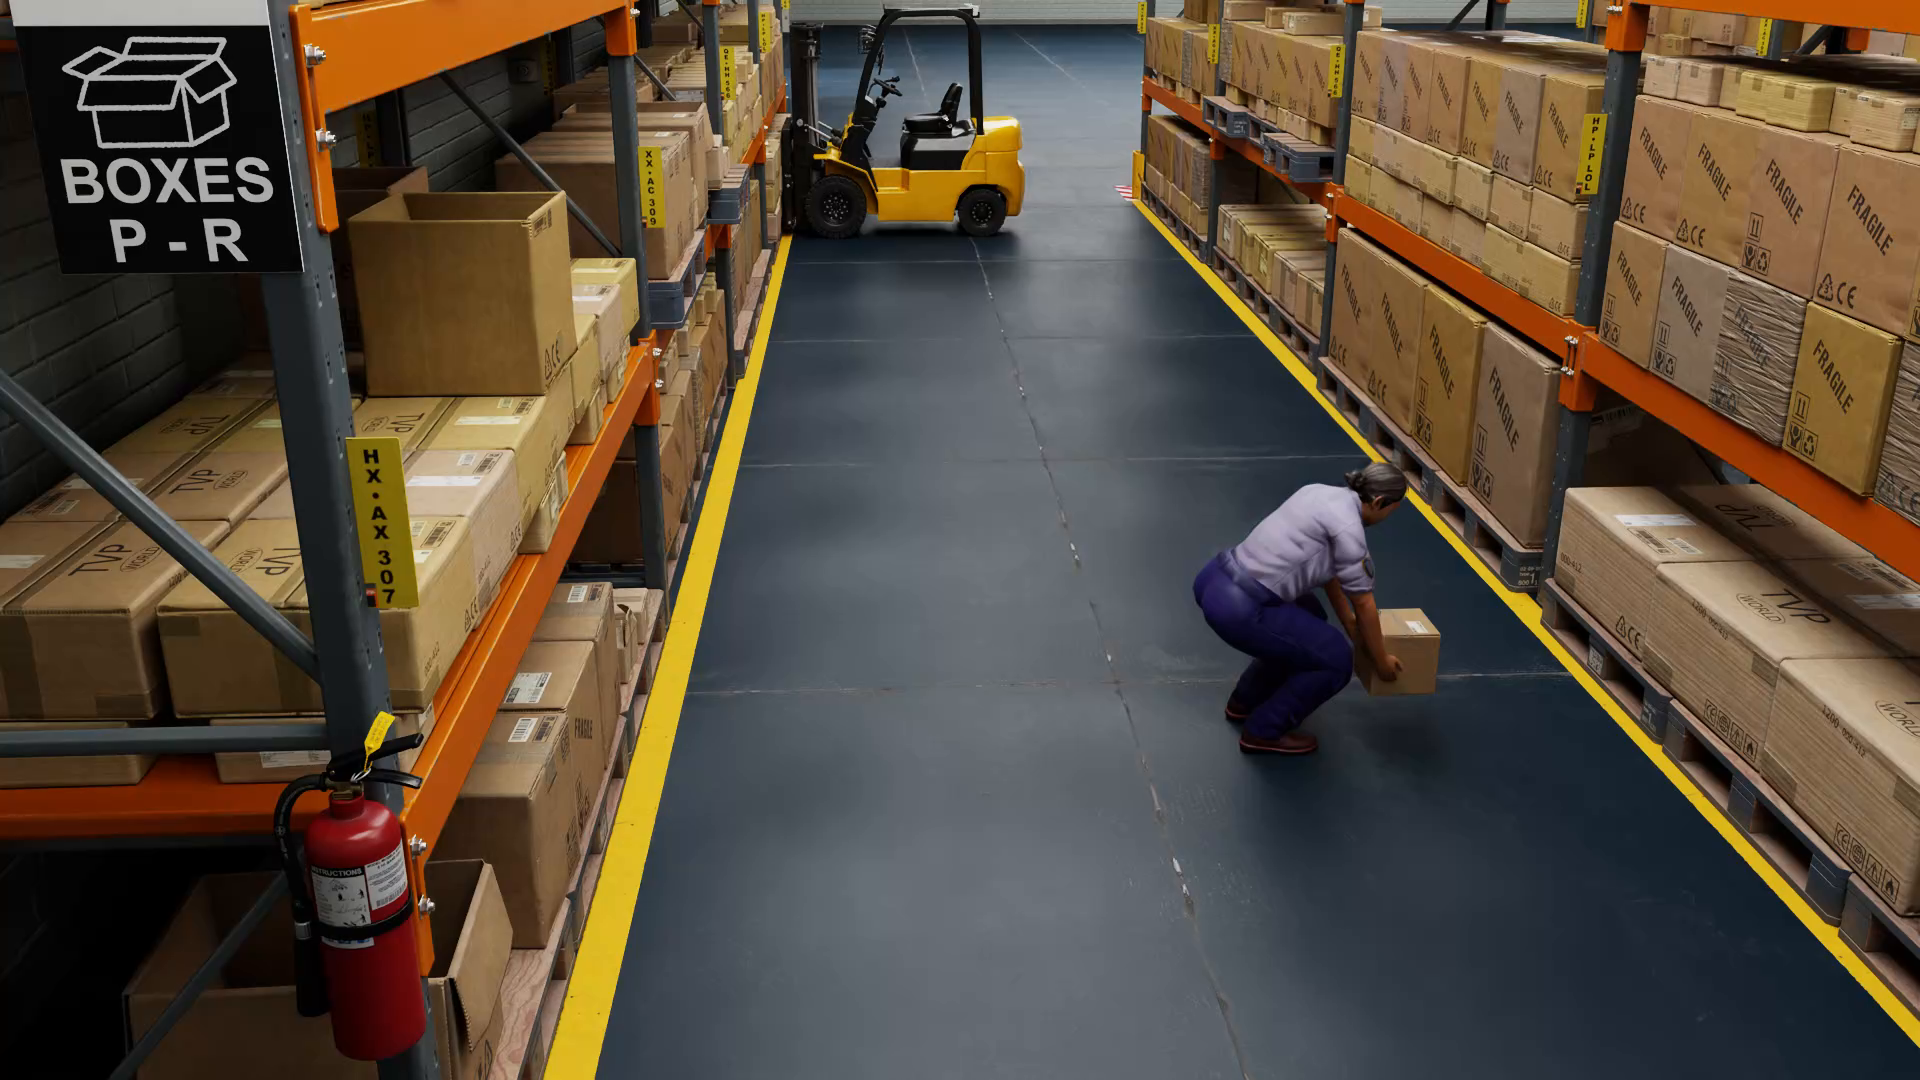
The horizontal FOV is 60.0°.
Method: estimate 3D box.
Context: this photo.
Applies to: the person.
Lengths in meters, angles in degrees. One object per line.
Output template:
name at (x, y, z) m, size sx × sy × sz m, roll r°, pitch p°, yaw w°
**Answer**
person at (1.273, 0.235, 6.297) m, size 0.773 × 1.076 × 0.536 m, roll -1°, pitch 21°, yaw -3°
